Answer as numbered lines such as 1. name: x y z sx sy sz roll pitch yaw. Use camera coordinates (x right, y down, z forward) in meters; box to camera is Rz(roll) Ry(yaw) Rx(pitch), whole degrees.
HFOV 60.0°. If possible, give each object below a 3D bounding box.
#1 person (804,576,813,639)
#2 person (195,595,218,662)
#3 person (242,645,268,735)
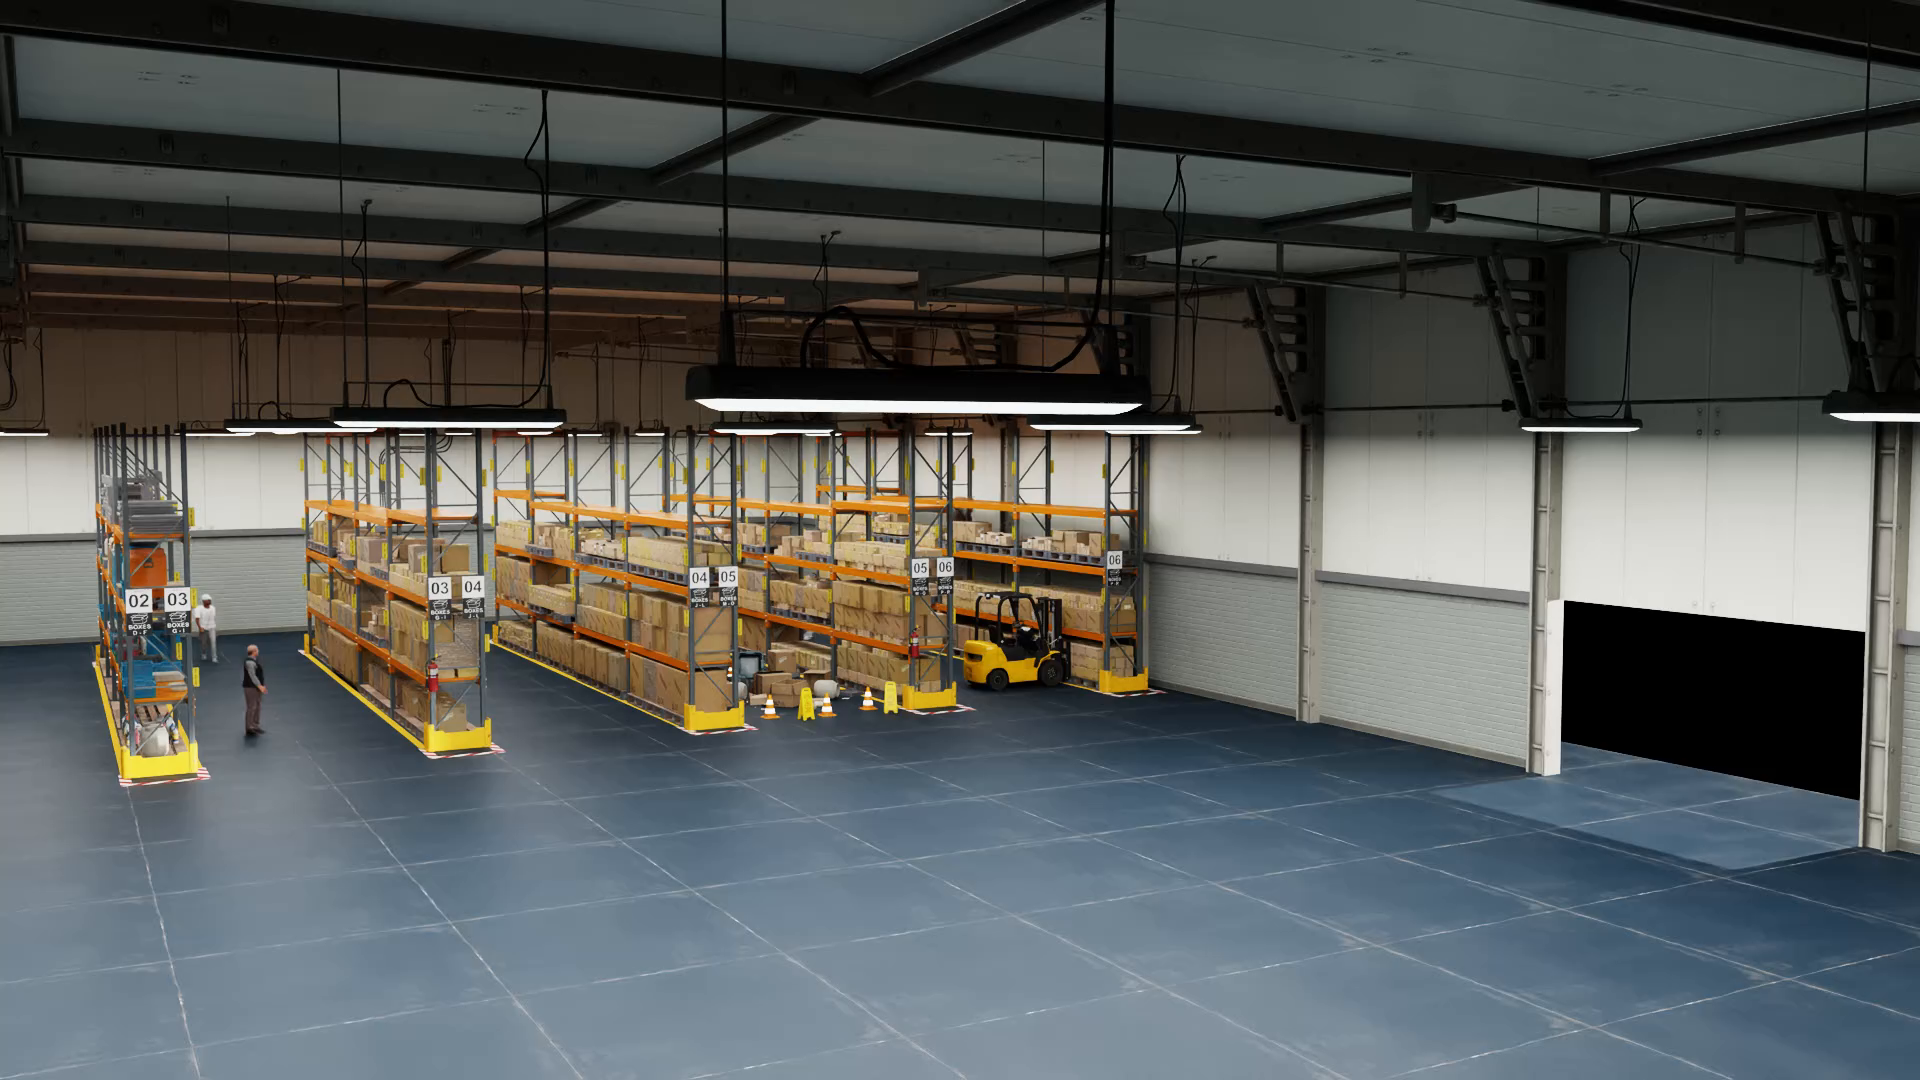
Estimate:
1. person: -4.446 1.937 47.910 0.559 1.813 0.594 -3 5 -42
2. person: -19.340 2.263 42.645 0.501 1.716 1.010 -2 4 -28
3. person: -13.624 2.913 32.249 0.542 1.764 0.609 0 3 -3
